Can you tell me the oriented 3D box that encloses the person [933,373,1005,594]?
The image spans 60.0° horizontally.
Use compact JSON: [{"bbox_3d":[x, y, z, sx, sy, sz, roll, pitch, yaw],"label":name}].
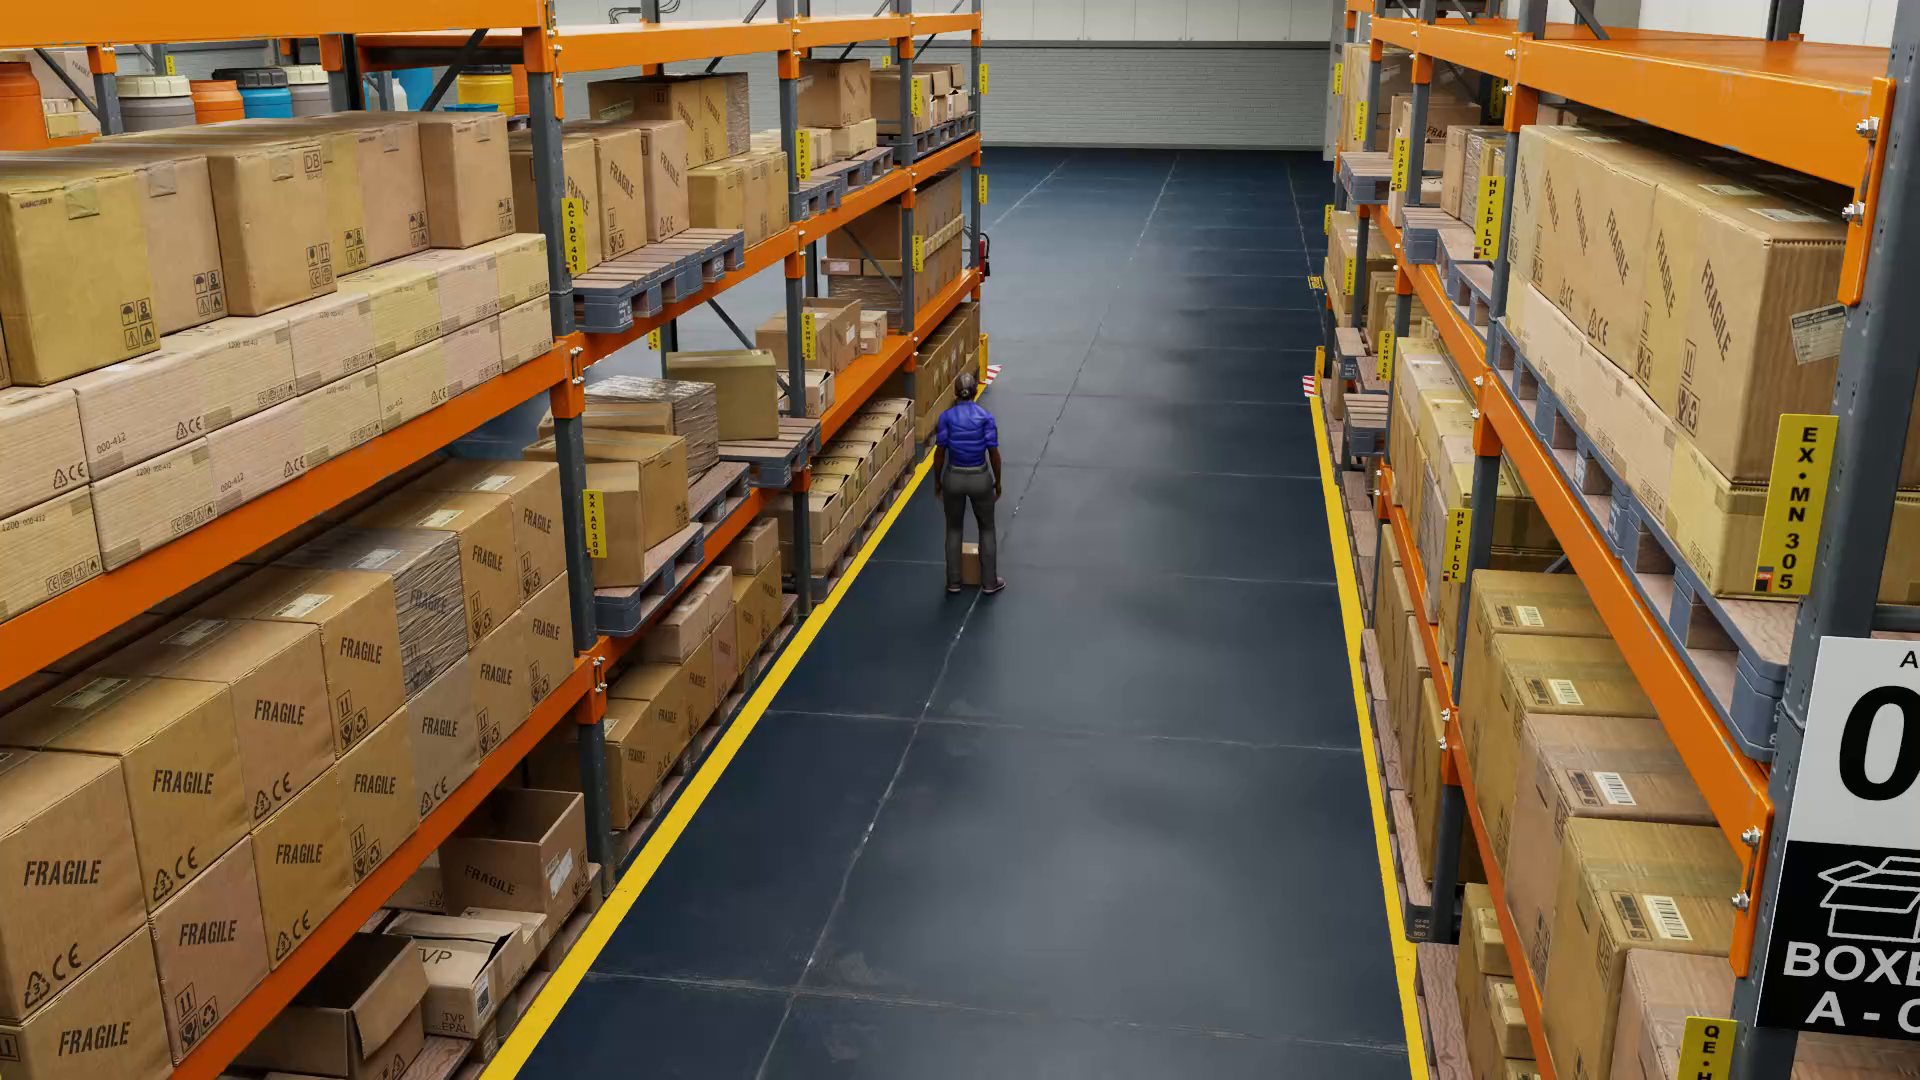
[{"bbox_3d":[0.070,-0.415,12.336,0.531,1.656,0.346,2,18,6],"label":"person"}]
